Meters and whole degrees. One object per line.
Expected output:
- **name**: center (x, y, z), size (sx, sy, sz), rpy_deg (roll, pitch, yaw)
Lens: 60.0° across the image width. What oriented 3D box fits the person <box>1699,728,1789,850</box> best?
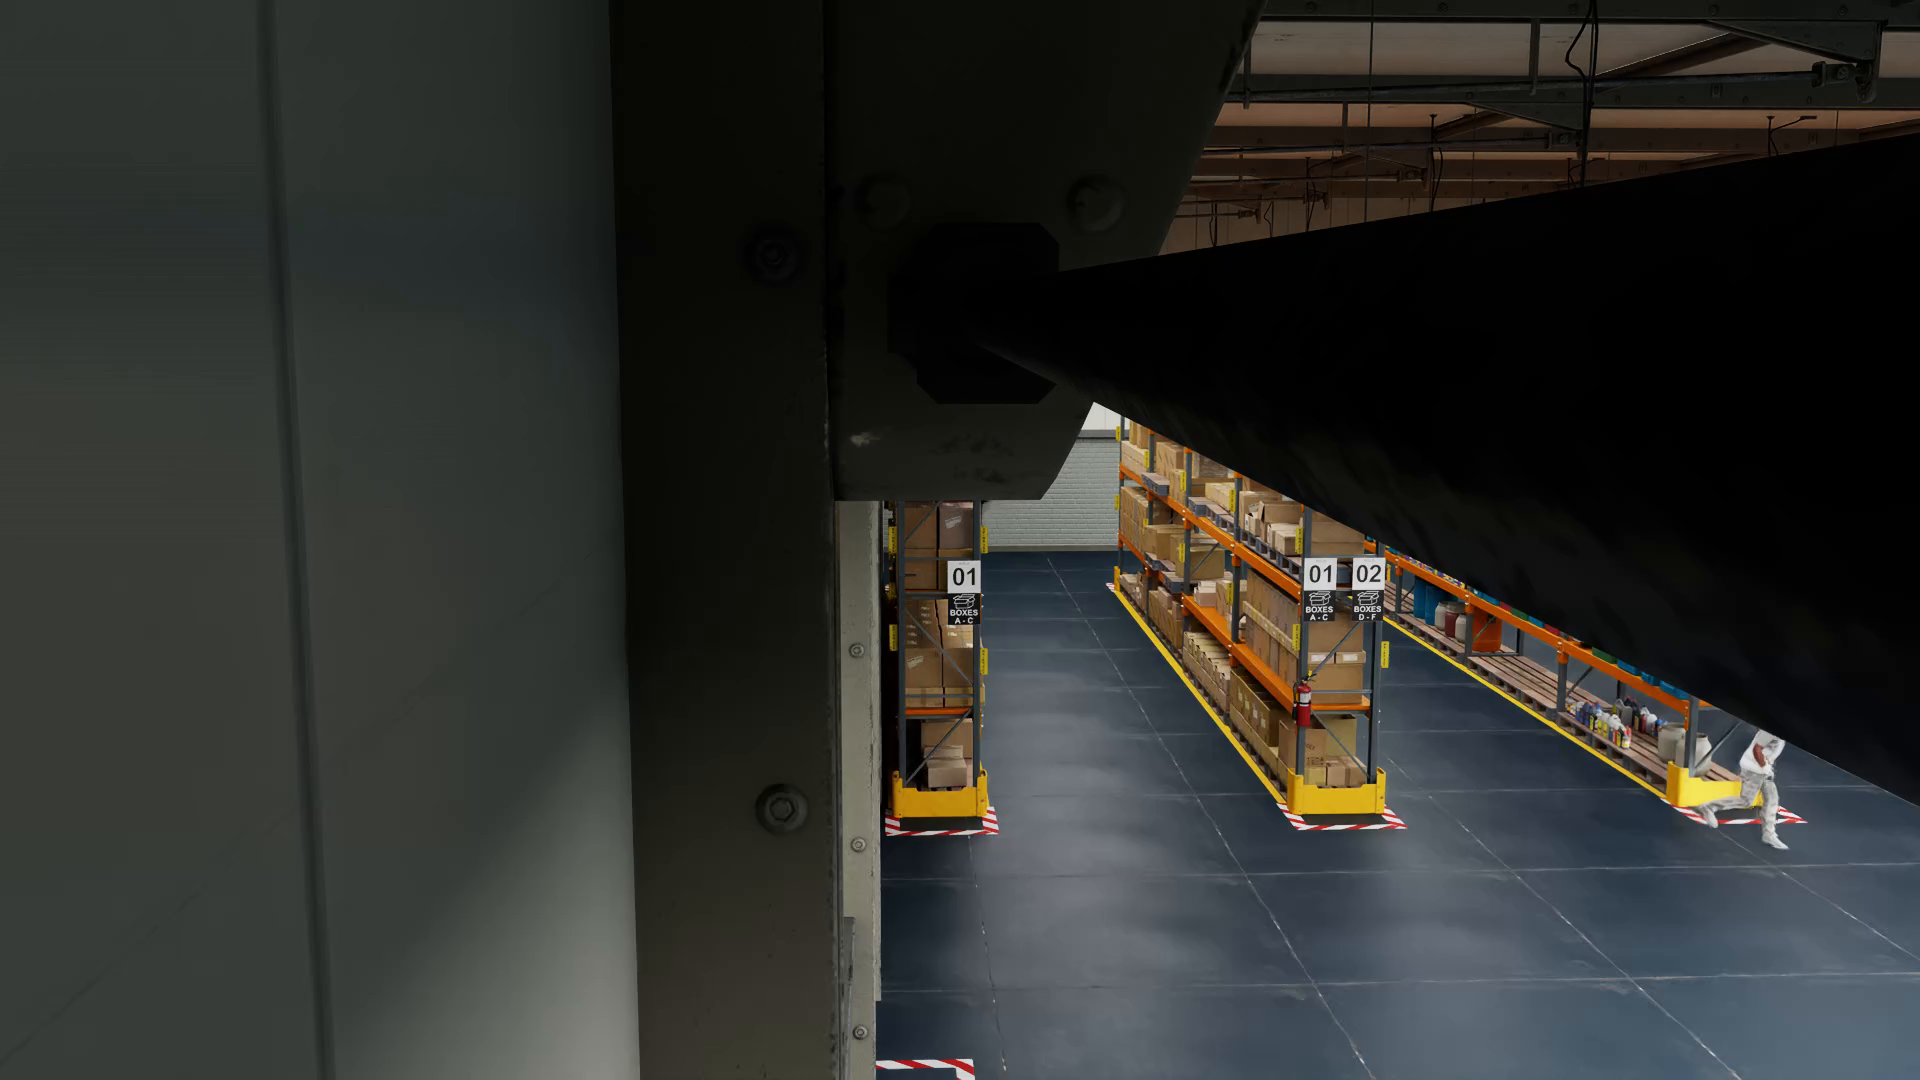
- **person**: center (9.252, 2.713, 19.501), size (1.019, 1.727, 0.701), rpy_deg (4, 9, 27)
